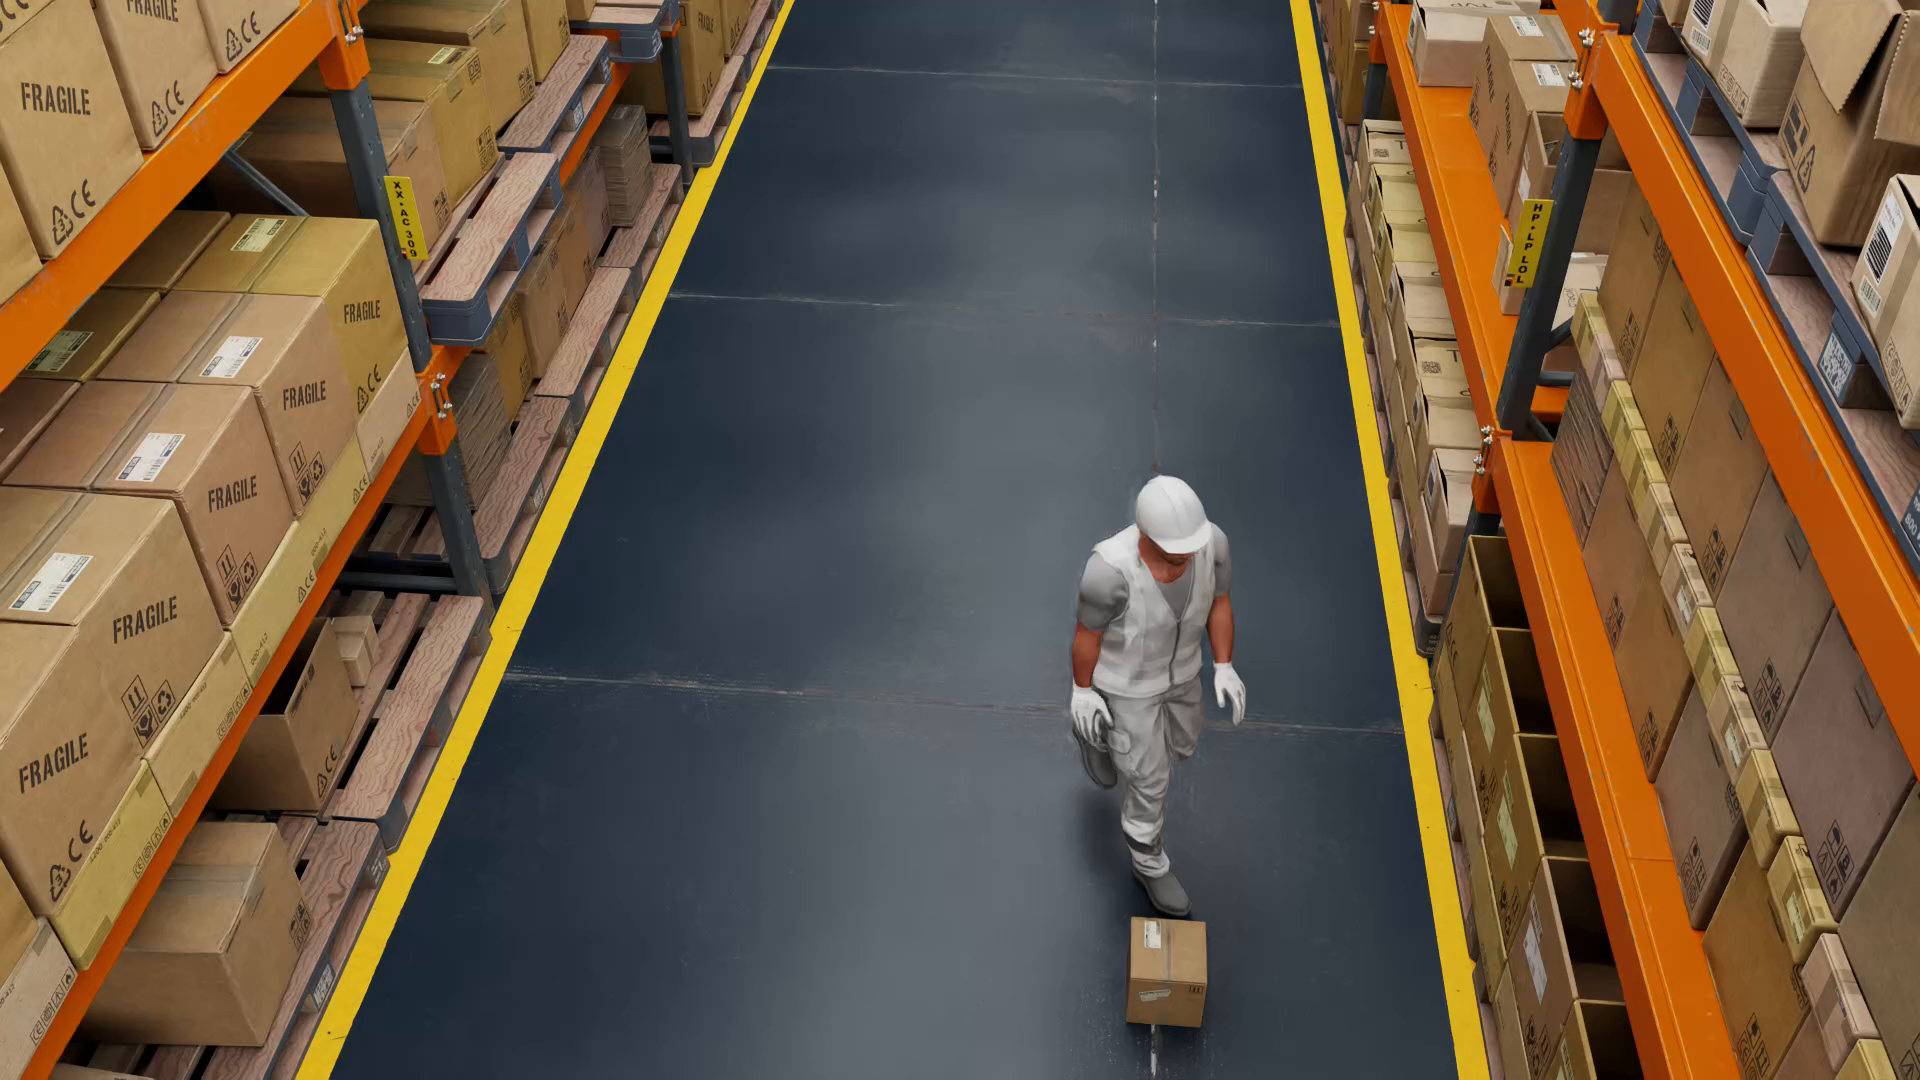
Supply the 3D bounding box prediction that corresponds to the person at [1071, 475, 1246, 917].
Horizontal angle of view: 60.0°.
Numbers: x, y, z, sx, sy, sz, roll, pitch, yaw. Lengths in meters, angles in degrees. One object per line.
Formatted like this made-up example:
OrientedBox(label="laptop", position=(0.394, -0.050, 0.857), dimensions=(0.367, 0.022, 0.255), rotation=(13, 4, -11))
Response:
OrientedBox(label="person", position=(0.609, 0.437, 5.605), dimensions=(0.554, 1.760, 0.832), rotation=(-23, 45, -25))
